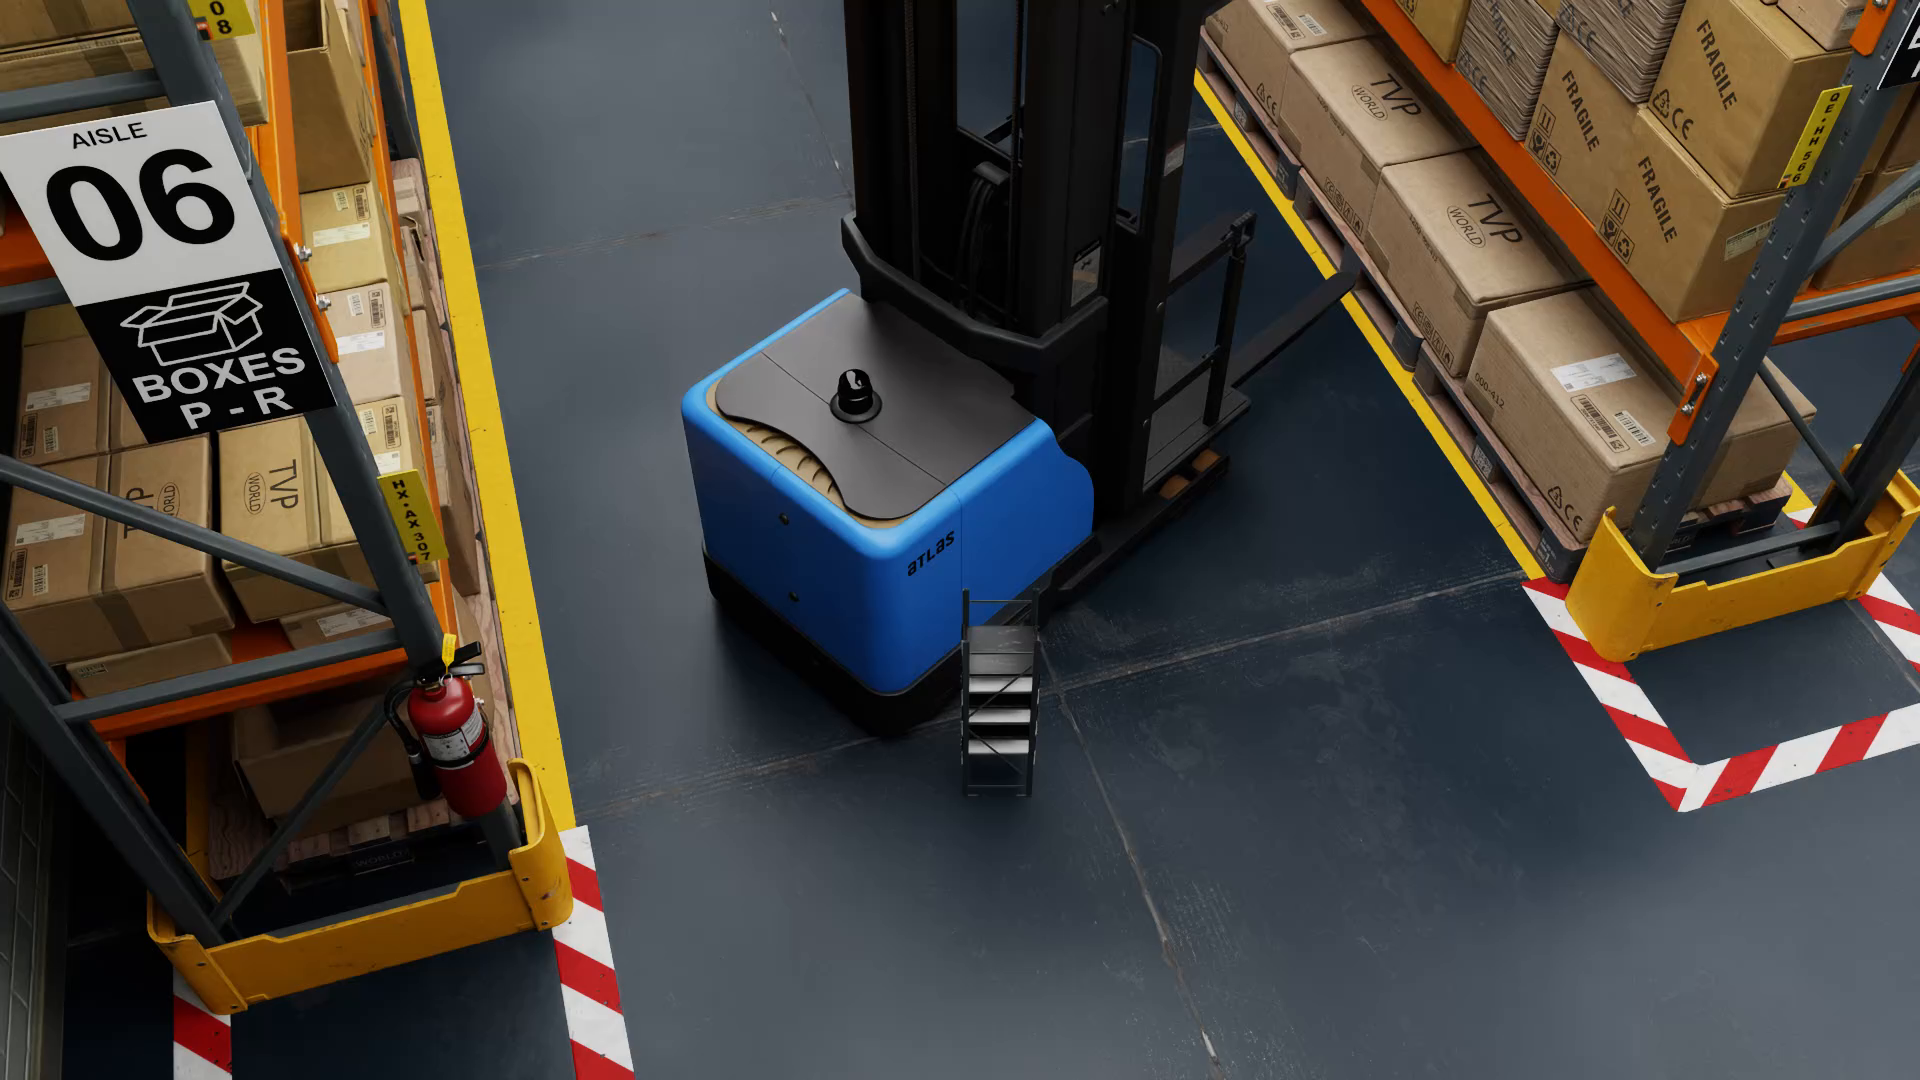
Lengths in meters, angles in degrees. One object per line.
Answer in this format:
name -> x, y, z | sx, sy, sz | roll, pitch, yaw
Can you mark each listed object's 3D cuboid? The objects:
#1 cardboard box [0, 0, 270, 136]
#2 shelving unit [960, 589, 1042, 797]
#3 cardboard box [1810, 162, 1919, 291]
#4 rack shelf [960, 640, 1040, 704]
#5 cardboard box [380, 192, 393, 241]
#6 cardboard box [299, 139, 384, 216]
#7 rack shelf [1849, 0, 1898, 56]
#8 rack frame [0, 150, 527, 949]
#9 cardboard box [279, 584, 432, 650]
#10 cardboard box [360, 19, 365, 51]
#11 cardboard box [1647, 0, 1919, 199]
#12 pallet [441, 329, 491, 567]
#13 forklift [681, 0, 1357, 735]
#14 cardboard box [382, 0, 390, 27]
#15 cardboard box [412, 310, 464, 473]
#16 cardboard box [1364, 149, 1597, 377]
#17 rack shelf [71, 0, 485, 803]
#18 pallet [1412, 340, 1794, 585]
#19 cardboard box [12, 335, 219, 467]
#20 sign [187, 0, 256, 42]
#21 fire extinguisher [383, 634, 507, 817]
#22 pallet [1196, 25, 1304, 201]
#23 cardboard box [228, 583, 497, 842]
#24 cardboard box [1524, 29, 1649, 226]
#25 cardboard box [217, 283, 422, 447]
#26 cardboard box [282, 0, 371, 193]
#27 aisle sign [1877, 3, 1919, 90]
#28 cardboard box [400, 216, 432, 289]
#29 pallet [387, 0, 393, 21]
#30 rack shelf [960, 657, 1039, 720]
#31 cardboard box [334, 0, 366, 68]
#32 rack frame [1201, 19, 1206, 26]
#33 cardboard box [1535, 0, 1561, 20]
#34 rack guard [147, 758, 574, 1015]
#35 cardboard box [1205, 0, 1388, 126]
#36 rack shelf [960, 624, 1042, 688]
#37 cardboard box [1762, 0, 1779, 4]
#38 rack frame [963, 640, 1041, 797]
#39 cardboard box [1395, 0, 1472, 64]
cardboard box -> -1.722, -1.050, 3.404 | 0.500, 0.250, 0.500 | -14, 51, -11
shelving unit -> 0.129, 0.523, 5.510 | 0.258, 0.900, 0.210 | 0, 50, 0
cardboard box -> 3.021, -1.222, 5.543 | 0.500, 0.500, 0.500 | -14, 51, -11
rack shelf -> 0.129, 0.429, 5.398 | 0.258, 0.077, 0.200 | 0, 50, 0
cardboard box -> -2.118, -1.011, 5.594 | 0.380, 0.149, 0.250 | -12, 51, -10
cardboard box -> -2.203, -1.196, 5.489 | 0.500, 0.250, 0.500 | -15, 51, -12
rack shelf -> 2.297, -2.970, 5.590 | 1.077, 0.370, 4.000 | -13, 51, -11
rack frame -> -1.852, 0.350, 4.282 | 1.000, 3.000, 0.127 | -13, 51, -11
cardboard box -> -1.687, 0.129, 4.633 | 0.380, 0.149, 0.250 | -14, 51, -11
cardboard box -> -2.502, -1.945, 6.381 | 0.380, 0.149, 0.250 | -12, 51, -10
cardboard box -> 2.519, -1.427, 5.062 | 0.500, 0.500, 0.500 | -12, 51, -10
pallet -> -2.468, -0.278, 6.636 | 1.003, 0.211, 1.213 | -13, 51, -11
forklift -> 0.434, -1.288, 5.708 | 1.130, 2.935, 3.031 | 36, 59, 27
cardboard box -> -3.130, -2.691, 8.207 | 0.500, 0.500, 0.500 | -14, 51, -11
cardboard box -> -2.219, -0.489, 6.350 | 0.500, 0.500, 0.500 | -12, 51, -10
cardboard box -> 2.319, -1.210, 6.999 | 0.875, 0.438, 0.875 | -12, 51, -10
rack shelf -> -2.443, -0.878, 5.789 | 1.077, 0.370, 4.000 | -13, 51, -11
pallet -> 2.577, -0.442, 6.774 | 1.003, 0.211, 1.213 | -13, 51, -11
cardboard box -> -2.393, -0.350, 4.776 | 0.500, 0.250, 0.500 | -13, 51, -11
sign -> -1.334, -1.021, 2.905 | 0.100, 0.325, 0.005 | -13, 51, -11
fire extinguisher -> -1.367, 0.499, 4.452 | 0.296, 0.674, 0.183 | -13, 51, -11
pallet -> 1.856, -2.224, 8.277 | 1.003, 0.211, 1.213 | -13, 51, -11
cardboard box -> -1.942, 0.552, 5.471 | 0.797, 0.503, 0.637 | -15, 52, -12
cardboard box -> 2.359, -1.469, 5.751 | 0.500, 0.500, 0.500 | -14, 51, -12
cardboard box -> -1.878, -0.458, 4.867 | 0.500, 0.250, 0.500 | -13, 51, -11
cardboard box -> -2.173, -1.427, 5.193 | 0.500, 0.500, 0.500 | -12, 51, -10
aisle sign -> 2.614, -1.490, 4.133 | 0.394, 0.787, 0.004 | -13, 51, -11
cardboard box -> -2.484, -1.224, 7.123 | 0.396, 0.266, 0.258 | -12, 51, -10
pallet -> -3.676, -3.150, 9.058 | 1.003, 0.211, 1.213 | -13, 51, -11
rack shelf -> 0.129, 0.487, 5.467 | 0.258, 0.077, 0.200 | 0, 50, 0
cardboard box -> -2.489, -1.939, 6.116 | 0.500, 0.250, 0.500 | -13, 51, -11
rack frame -> 1.706, -3.696, 7.694 | 1.000, 3.000, 0.127 | -13, 51, -11
cardboard box -> 2.193, -2.164, 5.683 | 0.500, 0.500, 0.500 | -14, 51, -11
rack guard -> -1.874, 1.101, 5.285 | 1.175, 0.500, 0.348 | -13, 51, -11
cardboard box -> 1.789, -2.523, 8.106 | 0.875, 0.438, 0.875 | -14, 51, -12
rack shelf -> 0.129, 0.371, 5.329 | 0.258, 0.077, 0.200 | 0, 50, 0
cardboard box -> 2.493, -1.735, 4.897 | 0.380, 0.149, 0.250 | -12, 51, -10
rack frame -> 0.129, 0.601, 5.445 | 0.240, 0.900, 0.006 | 0, 50, 0
cardboard box -> 2.032, -2.217, 6.381 | 0.500, 0.500, 0.500 | -12, 51, -10
